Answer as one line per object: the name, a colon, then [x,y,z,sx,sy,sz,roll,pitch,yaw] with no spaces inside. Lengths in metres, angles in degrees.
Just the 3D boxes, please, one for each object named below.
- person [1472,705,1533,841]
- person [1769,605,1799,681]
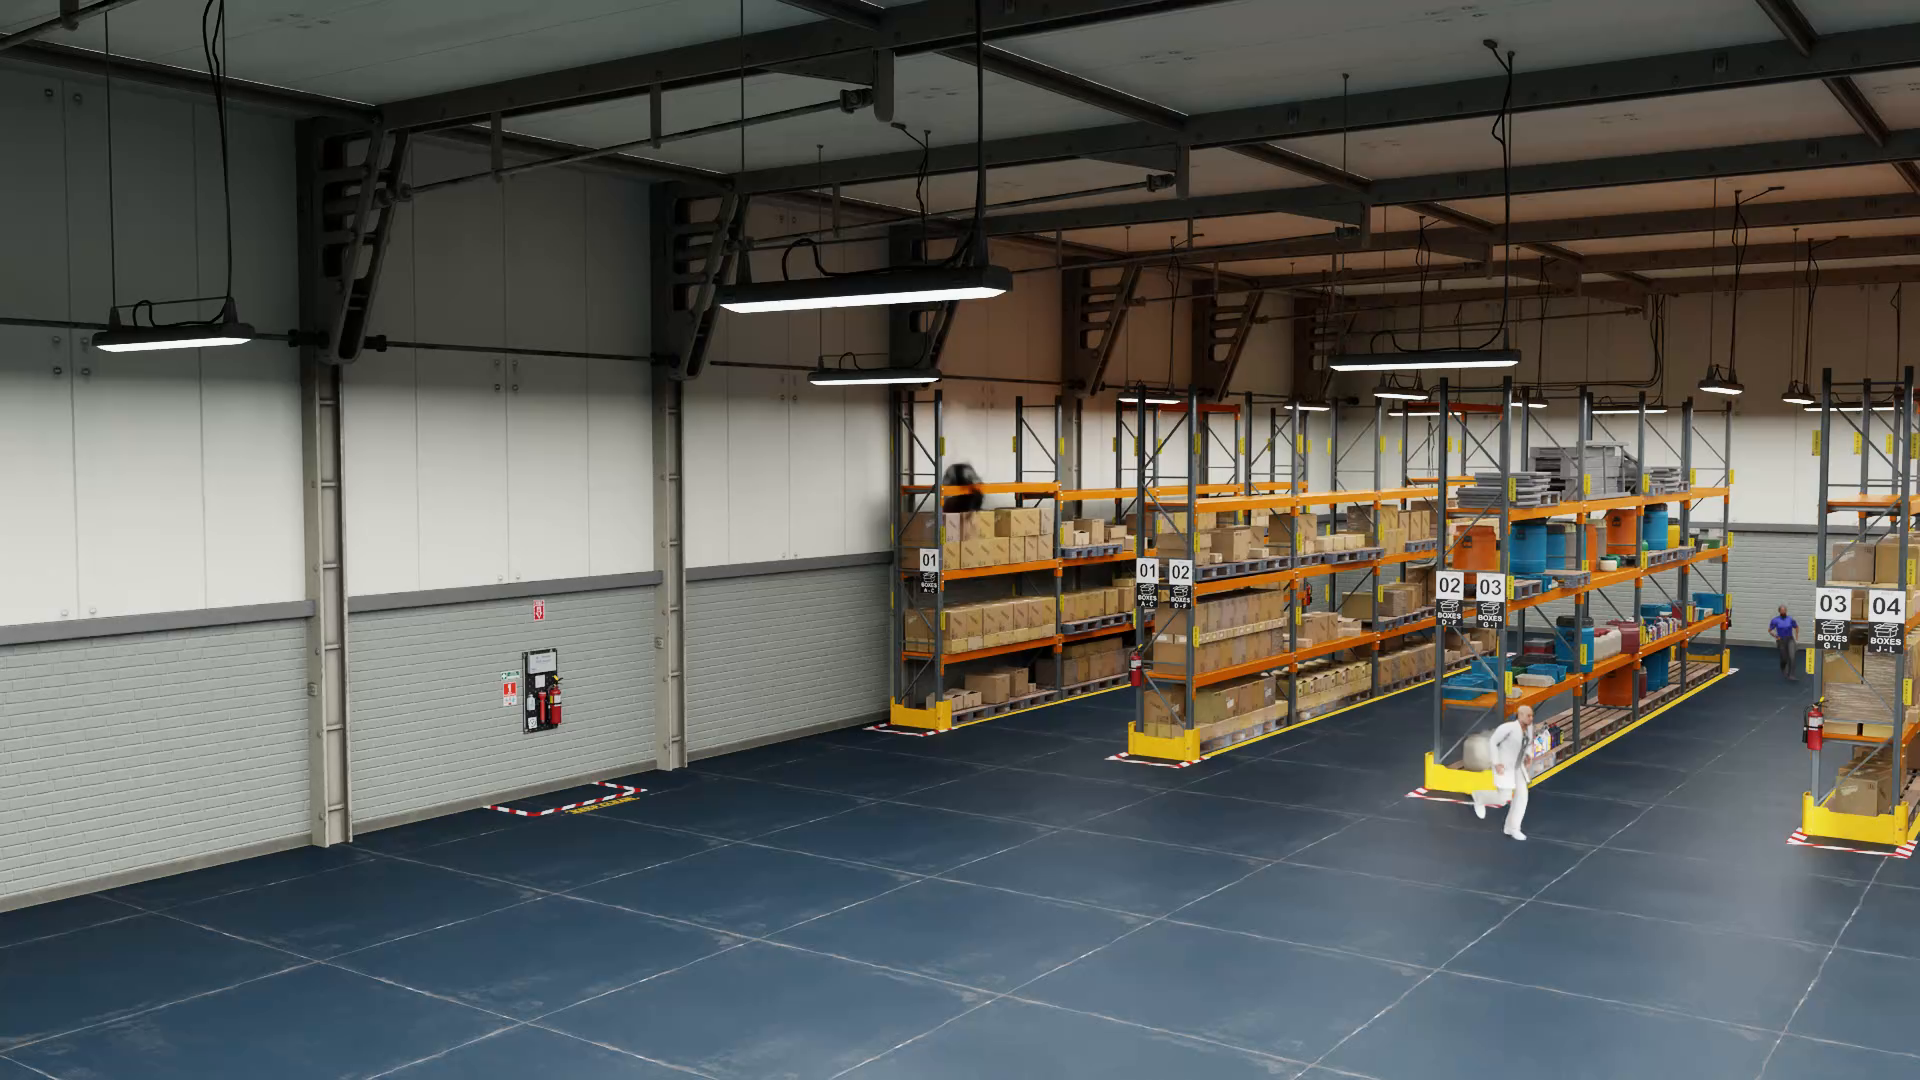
person: [7.029,2.953,21.521,0.717,1.726,0.918,-2,4,-34]
person: [17.729,2.200,35.768,0.606,1.596,0.557,1,3,11]
